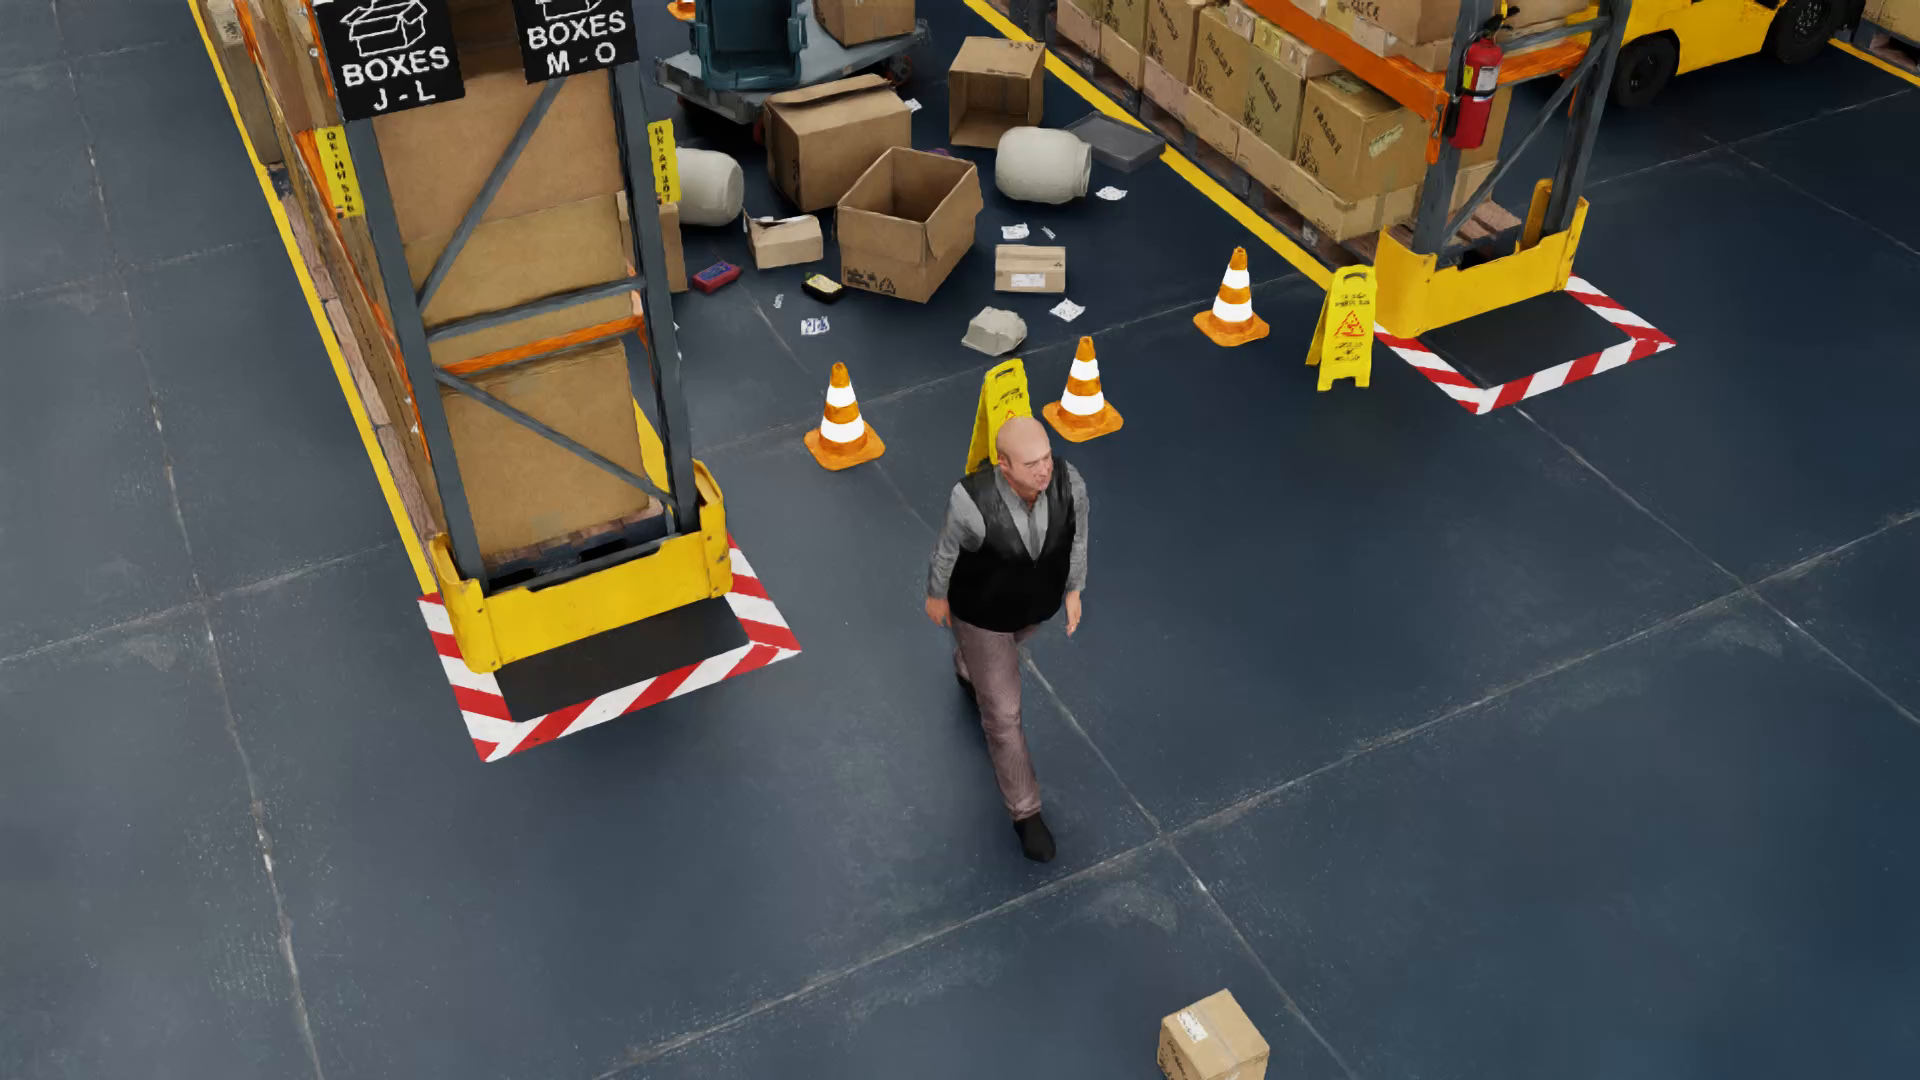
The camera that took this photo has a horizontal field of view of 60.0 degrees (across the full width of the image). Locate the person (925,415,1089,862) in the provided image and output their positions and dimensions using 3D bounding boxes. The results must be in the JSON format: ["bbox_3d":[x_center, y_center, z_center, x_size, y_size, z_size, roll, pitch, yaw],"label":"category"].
[{"bbox_3d":[0.216,0.236,5.920,0.553,1.652,1.072,-20,45,-22],"label":"person"}]
